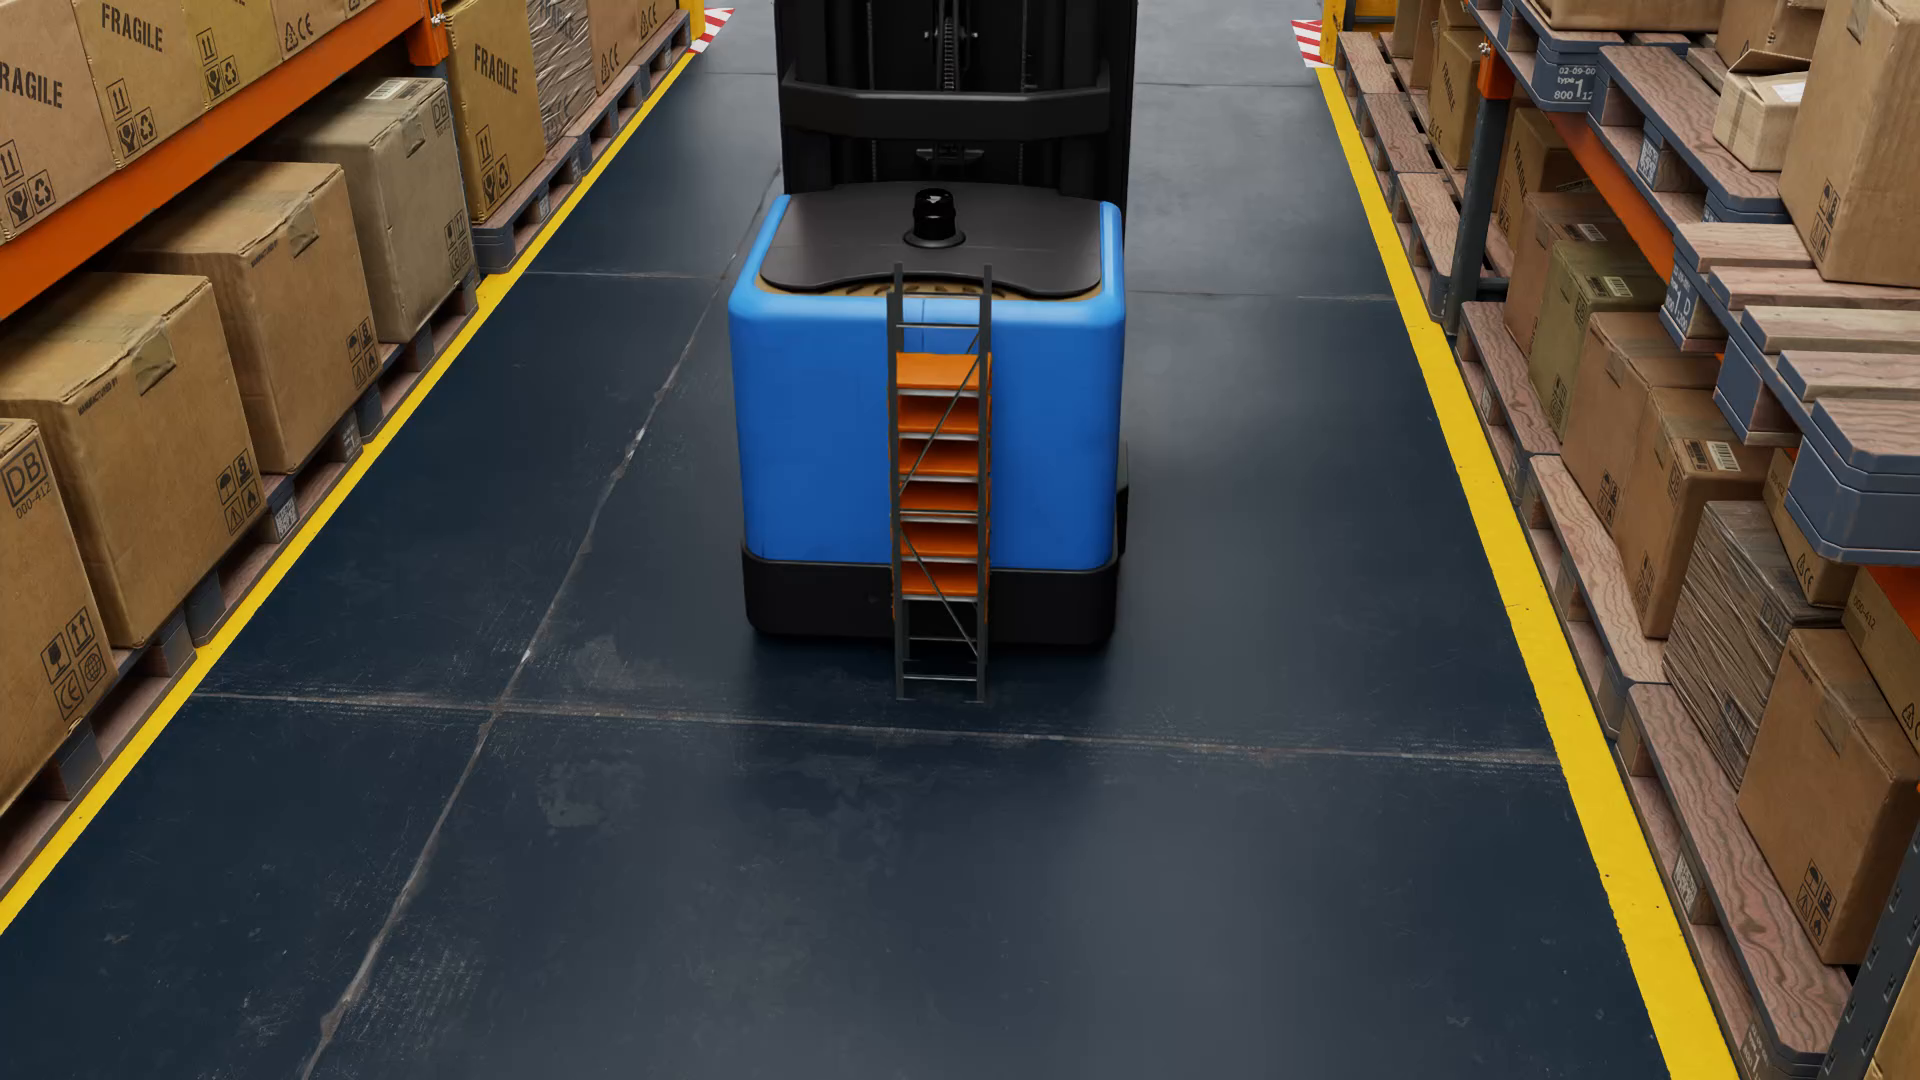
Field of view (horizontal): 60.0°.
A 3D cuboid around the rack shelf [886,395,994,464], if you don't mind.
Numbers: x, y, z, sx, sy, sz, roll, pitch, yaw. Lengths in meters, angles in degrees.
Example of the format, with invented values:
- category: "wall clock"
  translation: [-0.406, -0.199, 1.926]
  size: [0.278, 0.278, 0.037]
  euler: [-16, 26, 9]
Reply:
- category: "rack shelf"
  translation: [-0.048, -0.283, 4.193]
  size: [0.258, 0.103, 0.180]
  euler: [2, 32, 3]

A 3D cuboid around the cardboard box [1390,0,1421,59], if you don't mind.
- category: "cardboard box"
  translation: [2.676, -2.962, 9.180]
  size: [0.500, 0.500, 0.500]
  euler: [8, 33, 13]

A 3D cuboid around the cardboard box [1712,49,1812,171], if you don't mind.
- category: "cardboard box"
  translation: [1.958, -0.995, 3.734]
  size: [0.396, 0.266, 0.258]
  euler: [2, 32, 3]

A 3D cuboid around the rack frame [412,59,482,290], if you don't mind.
- category: "rack frame"
  translation: [-2.518, -2.346, 6.198]
  size: [1.000, 3.000, 0.127]
  euler: [2, 32, 4]

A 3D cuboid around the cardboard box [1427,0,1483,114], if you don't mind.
- category: "cardboard box"
  translation: [2.591, -2.322, 8.140]
  size: [0.500, 0.500, 0.500]
  euler: [5, 32, 9]

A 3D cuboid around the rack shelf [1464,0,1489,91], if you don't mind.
- category: "rack shelf"
  translation: [2.580, -2.821, 7.655]
  size: [1.077, 0.370, 4.000]
  euler: [2, 32, 4]

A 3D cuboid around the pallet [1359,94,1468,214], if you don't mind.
- category: "pallet"
  translation: [2.534, -1.887, 8.111]
  size: [1.003, 0.211, 1.213]
  euler: [2, 32, 4]

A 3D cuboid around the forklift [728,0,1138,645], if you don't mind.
- category: "forklift"
  translation: [0.003, -1.700, 5.214]
  size: [1.130, 2.935, 3.031]
  euler: [2, 32, 3]

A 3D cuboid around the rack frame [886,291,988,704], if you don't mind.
- category: "rack frame"
  translation: [-0.054, -0.069, 4.218]
  size: [0.240, 1.200, 0.006]
  euler: [2, 32, 3]

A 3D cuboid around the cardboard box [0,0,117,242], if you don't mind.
- category: "cardboard box"
  translation: [-2.458, -1.050, 4.000]
  size: [0.500, 0.500, 0.500]
  euler: [2, 32, 4]

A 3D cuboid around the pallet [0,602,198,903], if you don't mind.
- category: "pallet"
  translation: [-2.704, 0.523, 4.200]
  size: [1.003, 0.211, 1.213]
  euler: [2, 32, 4]

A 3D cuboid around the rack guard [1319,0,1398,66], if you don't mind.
- category: "rack guard"
  translation: [2.737, -3.069, 9.754]
  size: [1.175, 0.500, 0.348]
  euler: [2, 32, 4]

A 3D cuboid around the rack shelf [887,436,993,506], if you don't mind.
- category: "rack shelf"
  translation: [-0.048, -0.181, 4.256]
  size: [0.258, 0.103, 0.180]
  euler: [2, 32, 3]

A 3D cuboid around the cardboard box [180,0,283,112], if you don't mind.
- category: "cardboard box"
  translation: [-2.376, -1.576, 4.853]
  size: [0.500, 0.500, 0.500]
  euler: [3, 32, 5]

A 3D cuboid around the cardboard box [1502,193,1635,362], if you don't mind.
- category: "cardboard box"
  translation: [2.346, -0.885, 5.790]
  size: [0.700, 0.500, 0.500]
  euler: [0, 32, 0]

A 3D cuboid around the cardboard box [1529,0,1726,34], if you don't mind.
- category: "cardboard box"
  translation: [2.213, -2.106, 4.837]
  size: [1.000, 1.000, 1.000]
  euler: [3, 32, 4]

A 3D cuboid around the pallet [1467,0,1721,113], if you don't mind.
- category: "pallet"
  translation: [2.210, -1.607, 5.181]
  size: [1.003, 0.211, 1.213]
  euler: [2, 32, 4]

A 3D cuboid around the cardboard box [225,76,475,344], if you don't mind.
- category: "cardboard box"
  translation: [-2.479, -1.239, 6.146]
  size: [1.050, 0.750, 0.750]
  euler: [2, 32, 4]

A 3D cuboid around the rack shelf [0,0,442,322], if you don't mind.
- category: "rack shelf"
  translation: [-2.681, -0.994, 4.690]
  size: [1.077, 0.370, 4.000]
  euler: [2, 32, 4]

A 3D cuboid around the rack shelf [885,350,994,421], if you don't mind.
- category: "rack shelf"
  translation: [-0.048, -0.385, 4.130]
  size: [0.258, 0.103, 0.180]
  euler: [2, 32, 3]

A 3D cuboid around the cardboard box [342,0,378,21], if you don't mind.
- category: "cardboard box"
  translation: [-2.294, -2.105, 5.711]
  size: [0.500, 0.500, 0.500]
  euler: [2, 32, 4]

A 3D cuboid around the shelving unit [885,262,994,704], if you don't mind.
- category: "shelving unit"
  translation: [-0.048, -0.117, 4.296]
  size: [0.258, 1.200, 0.189]
  euler: [2, 32, 3]

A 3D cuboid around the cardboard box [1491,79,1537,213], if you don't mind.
- category: "cardboard box"
  translation: [2.529, -1.704, 7.138]
  size: [0.500, 0.500, 0.500]
  euler: [13, 34, 19]

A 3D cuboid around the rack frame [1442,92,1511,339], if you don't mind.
- category: "rack frame"
  translation: [2.417, -2.082, 5.769]
  size: [1.000, 3.000, 0.127]
  euler: [2, 32, 4]

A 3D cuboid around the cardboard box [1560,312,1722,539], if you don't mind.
- category: "cardboard box"
  translation: [2.243, -0.344, 4.912]
  size: [0.700, 0.500, 0.500]
  euler: [0, 32, 0]

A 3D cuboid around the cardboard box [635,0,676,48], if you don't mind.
- category: "cardboard box"
  translation: [-2.181, -3.355, 9.460]
  size: [0.875, 0.875, 0.875]
  euler: [3, 32, 4]

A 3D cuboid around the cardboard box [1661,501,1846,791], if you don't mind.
- category: "cardboard box"
  translation: [2.159, 0.245, 3.957]
  size: [0.700, 0.500, 0.500]
  euler: [0, 32, 0]

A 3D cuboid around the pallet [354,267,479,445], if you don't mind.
- category: "pallet"
  translation: [-2.506, -0.753, 6.270]
  size: [1.003, 0.211, 1.213]
  euler: [2, 32, 4]

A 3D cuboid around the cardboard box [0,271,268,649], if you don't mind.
- category: "cardboard box"
  translation: [-2.636, -0.248, 4.537]
  size: [1.050, 0.750, 0.750]
  euler: [3, 32, 5]

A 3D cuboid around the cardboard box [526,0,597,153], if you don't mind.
- category: "cardboard box"
  translation: [-2.327, -2.418, 7.940]
  size: [0.875, 0.875, 0.875]
  euler: [3, 32, 4]

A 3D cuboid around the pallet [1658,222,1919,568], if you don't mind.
- category: "pallet"
  translation: [2.044, -0.286, 3.037]
  size: [1.213, 0.211, 1.003]
  euler: [2, 32, 4]

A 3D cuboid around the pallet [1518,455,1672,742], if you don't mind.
- category: "pallet"
  translation: [2.259, 0.152, 4.802]
  size: [1.003, 0.211, 1.213]
  euler: [2, 32, 4]

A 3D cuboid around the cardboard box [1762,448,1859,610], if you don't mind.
- category: "cardboard box"
  translation: [2.150, -0.062, 3.740]
  size: [0.500, 0.250, 0.500]
  euler: [6, 32, 10]

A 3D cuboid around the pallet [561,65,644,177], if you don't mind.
- category: "pallet"
  translation: [-2.281, -2.193, 8.608]
  size: [1.003, 0.211, 1.213]
  euler: [2, 32, 4]
